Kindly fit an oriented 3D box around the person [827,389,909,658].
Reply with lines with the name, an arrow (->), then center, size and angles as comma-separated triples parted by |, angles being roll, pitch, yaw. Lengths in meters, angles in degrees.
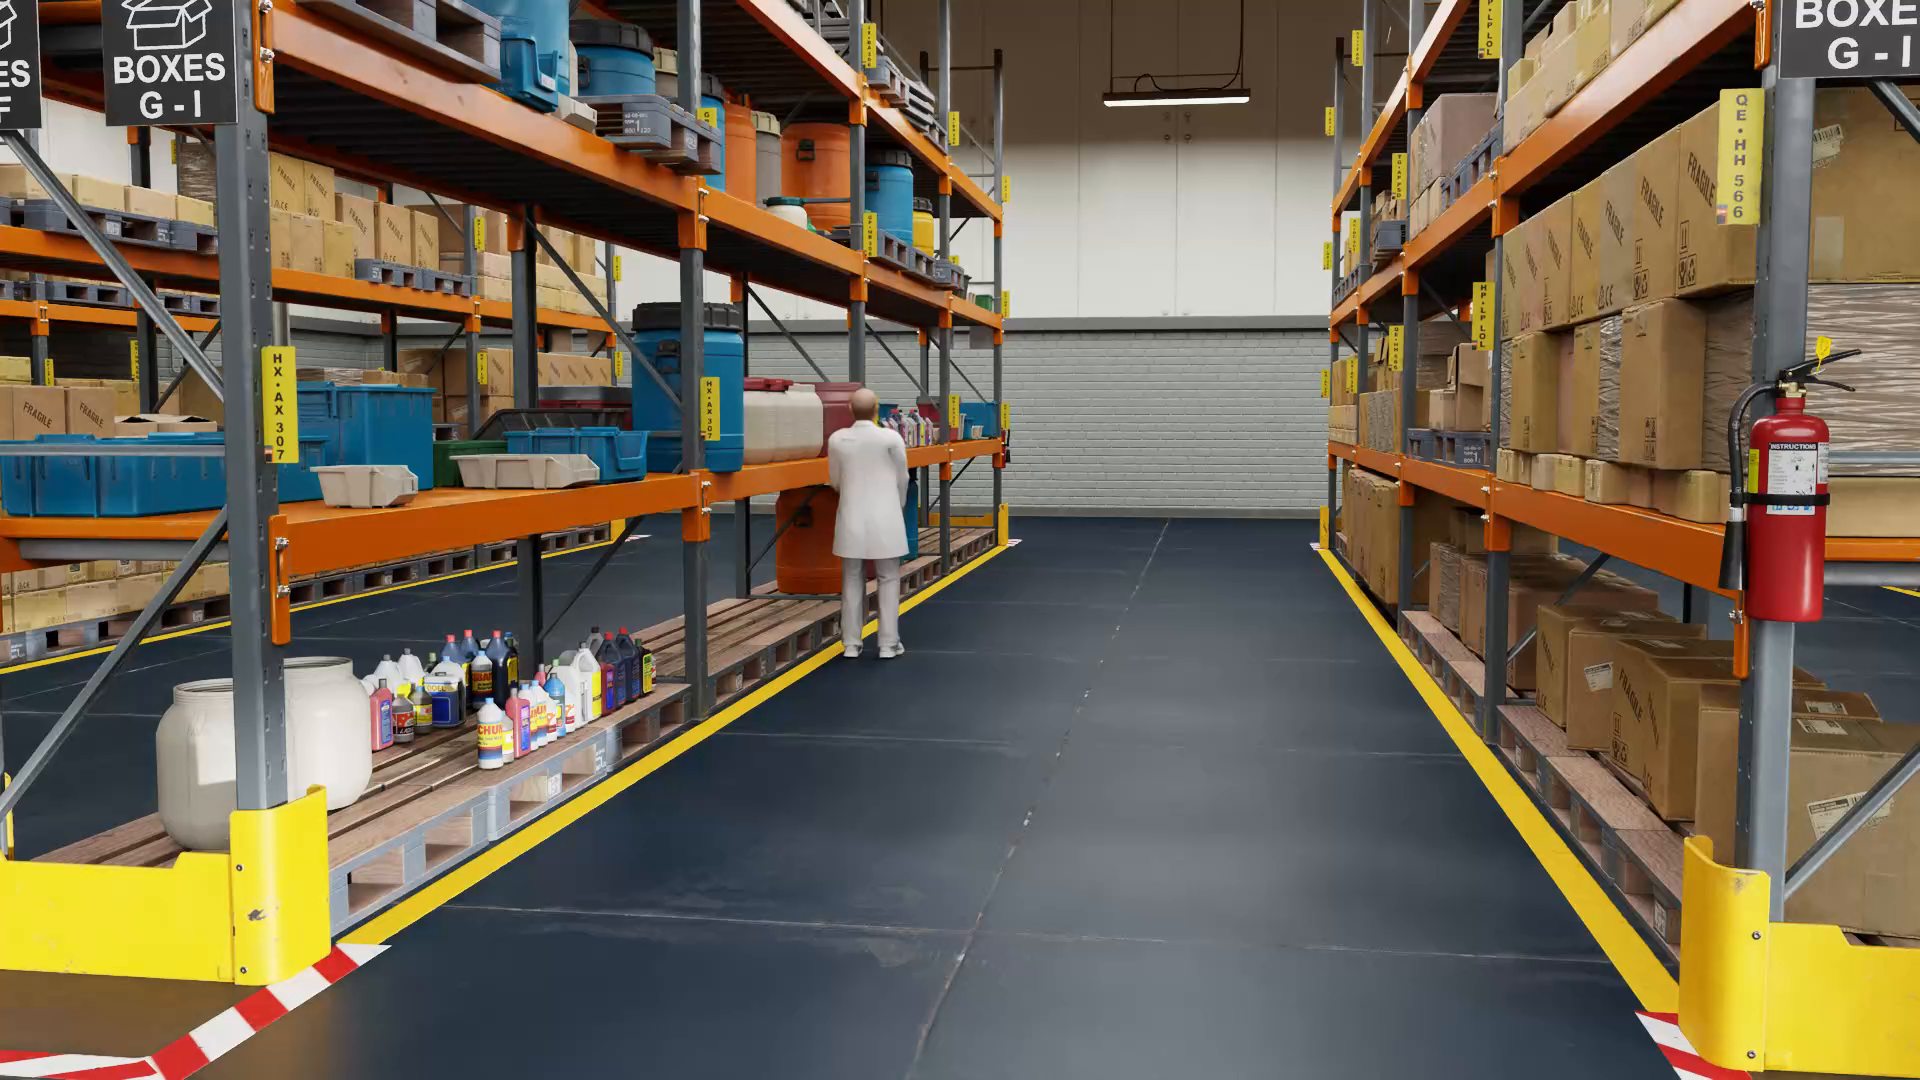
person -> -0.590, -0.120, 11.134 | 0.537, 1.777, 0.548 | 1, 4, 8
